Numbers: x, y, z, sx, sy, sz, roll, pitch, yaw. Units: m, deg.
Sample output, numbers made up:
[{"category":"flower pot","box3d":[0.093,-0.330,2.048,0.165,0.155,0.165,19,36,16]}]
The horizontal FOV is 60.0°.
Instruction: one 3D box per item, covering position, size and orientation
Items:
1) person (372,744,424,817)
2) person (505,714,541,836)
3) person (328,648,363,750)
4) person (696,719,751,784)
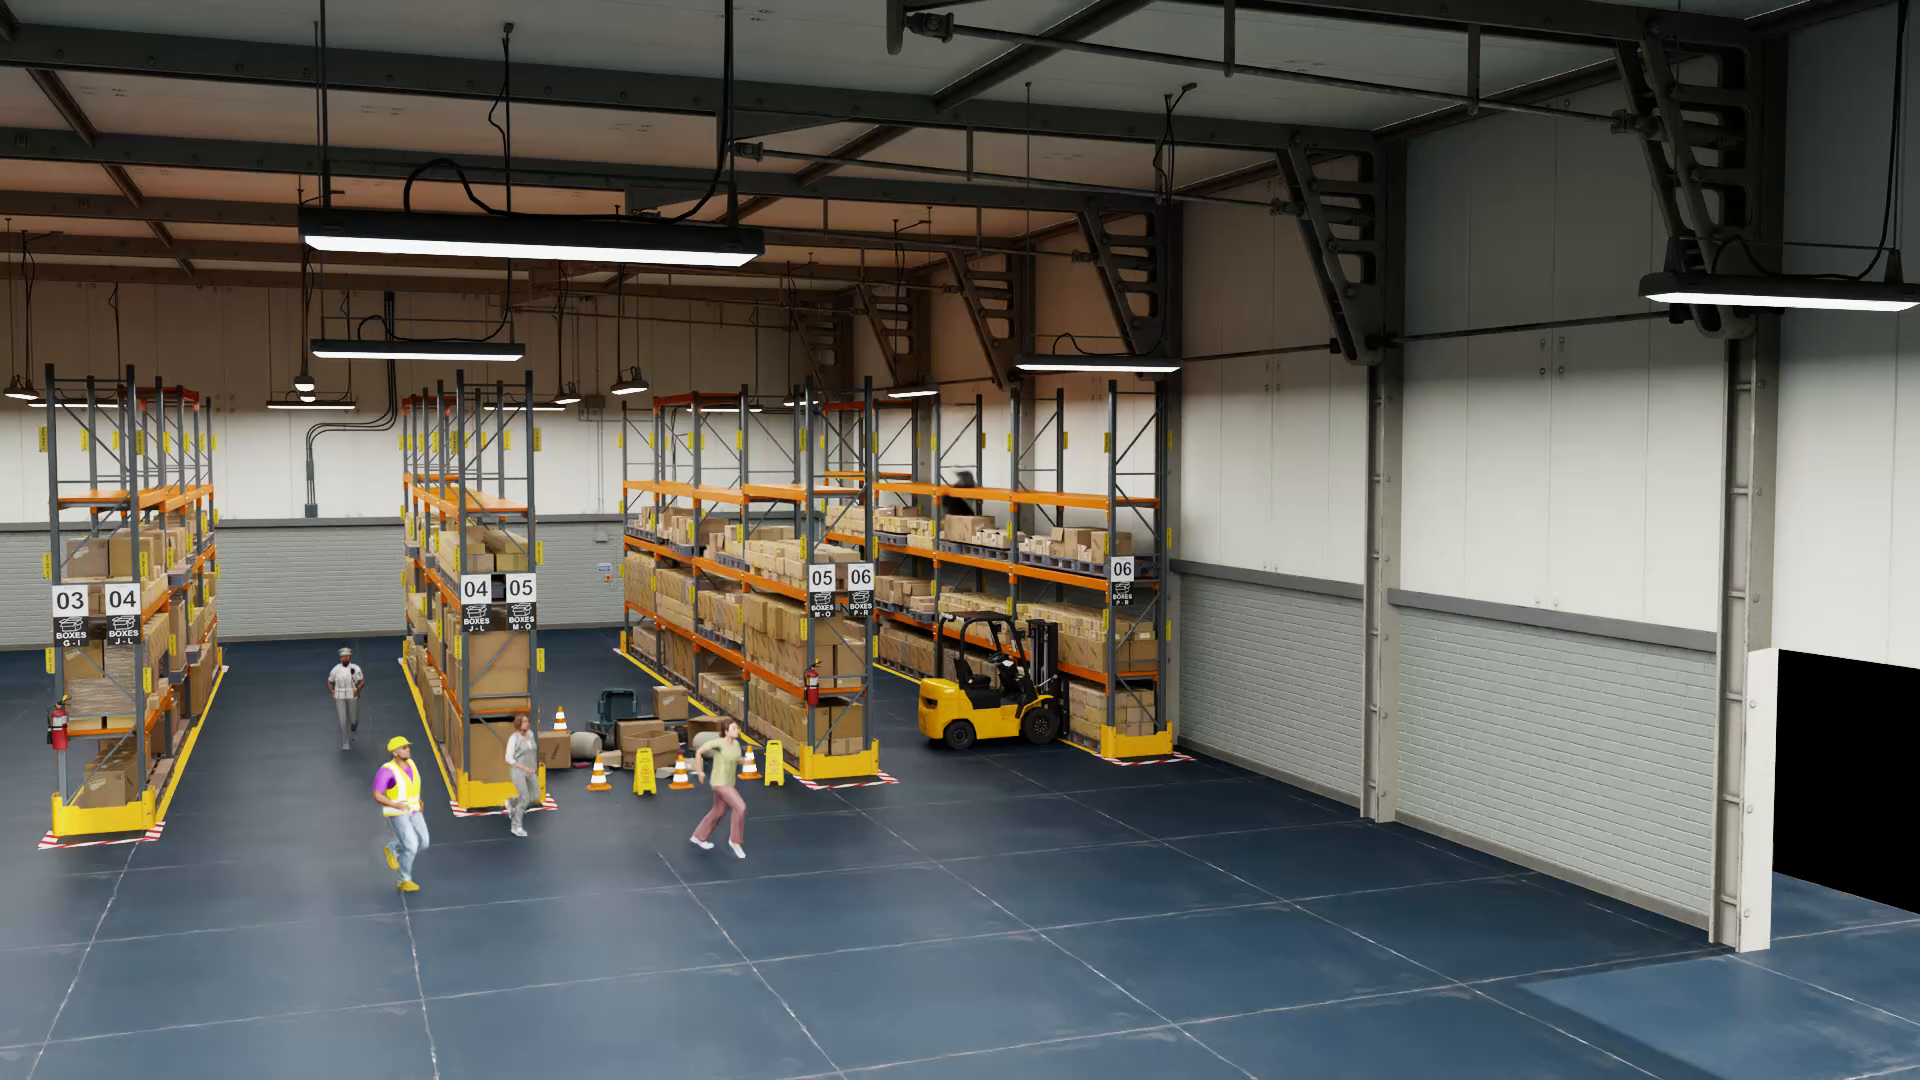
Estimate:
[{"category":"person","box3d":[-6.218,2.681,18.623,0.427,0.892,0.747,1,4,18]},{"category":"person","box3d":[-5.596,2.994,21.261,0.607,1.566,0.567,2,4,30]},{"category":"person","box3d":[-10.068,2.581,27.256,0.541,1.652,0.592,-1,4,-19]},{"category":"person","box3d":[-2.797,2.538,20.069,0.578,0.767,0.599,1,4,24]}]
